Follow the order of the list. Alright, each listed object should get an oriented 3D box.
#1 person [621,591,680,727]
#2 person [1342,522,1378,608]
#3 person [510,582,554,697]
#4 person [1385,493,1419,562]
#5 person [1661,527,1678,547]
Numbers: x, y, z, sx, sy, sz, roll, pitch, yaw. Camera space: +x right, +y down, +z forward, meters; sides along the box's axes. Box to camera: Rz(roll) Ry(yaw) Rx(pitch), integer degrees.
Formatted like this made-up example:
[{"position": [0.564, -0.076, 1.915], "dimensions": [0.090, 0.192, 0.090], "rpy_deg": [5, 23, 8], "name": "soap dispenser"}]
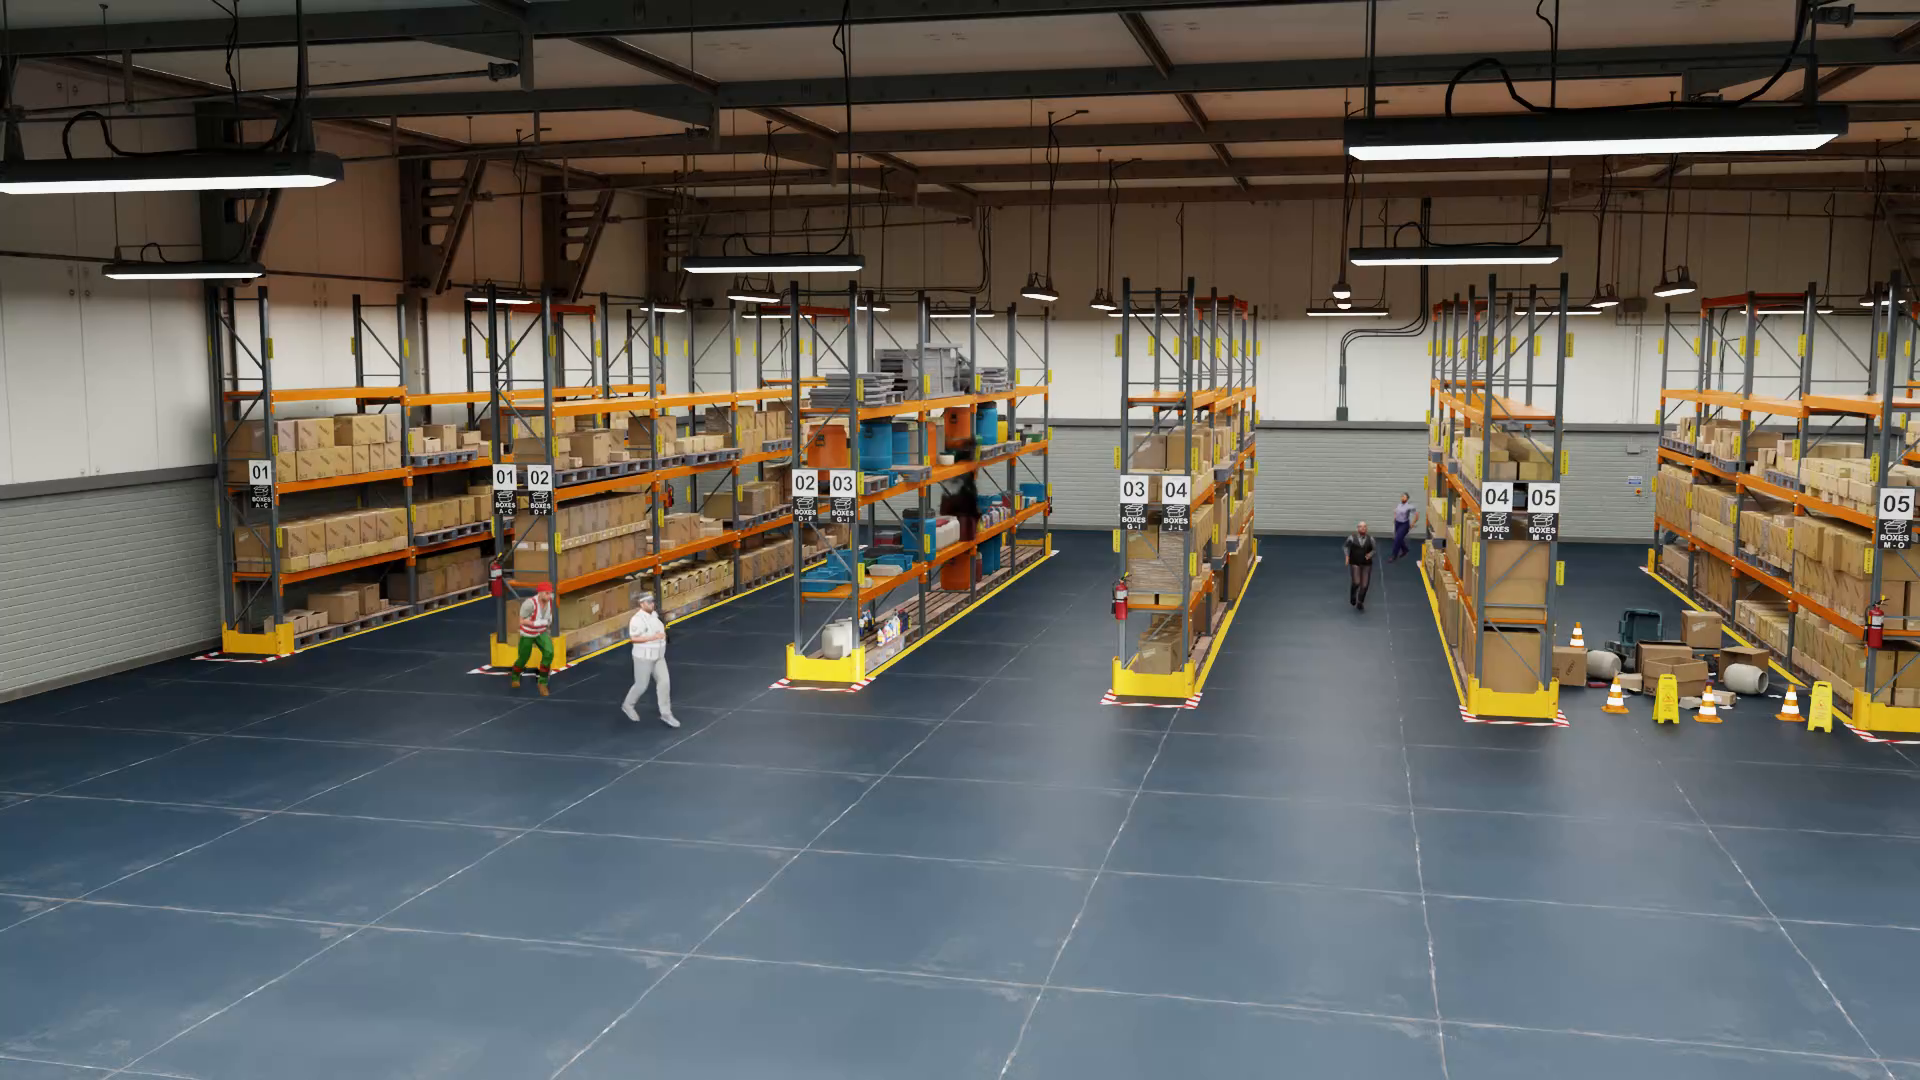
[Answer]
[{"position": [-4.139, 1.564, 22.124], "dimensions": [0.898, 1.805, 0.653], "rpy_deg": [4, 8, 33], "name": "person"}, {"position": [7.696, 0.496, 31.935], "dimensions": [0.644, 1.680, 0.591], "rpy_deg": [1, 7, 5], "name": "person"}, {"position": [-6.206, 1.422, 24.170], "dimensions": [1.014, 1.718, 0.704], "rpy_deg": [5, 8, 39], "name": "person"}, {"position": [10.458, -0.305, 39.180], "dimensions": [0.865, 1.641, 0.700], "rpy_deg": [-4, 8, -29], "name": "person"}, {"position": [16.525, -0.257, 38.486], "dimensions": [0.759, 1.711, 0.522], "rpy_deg": [-6, 9, -42], "name": "person"}]
